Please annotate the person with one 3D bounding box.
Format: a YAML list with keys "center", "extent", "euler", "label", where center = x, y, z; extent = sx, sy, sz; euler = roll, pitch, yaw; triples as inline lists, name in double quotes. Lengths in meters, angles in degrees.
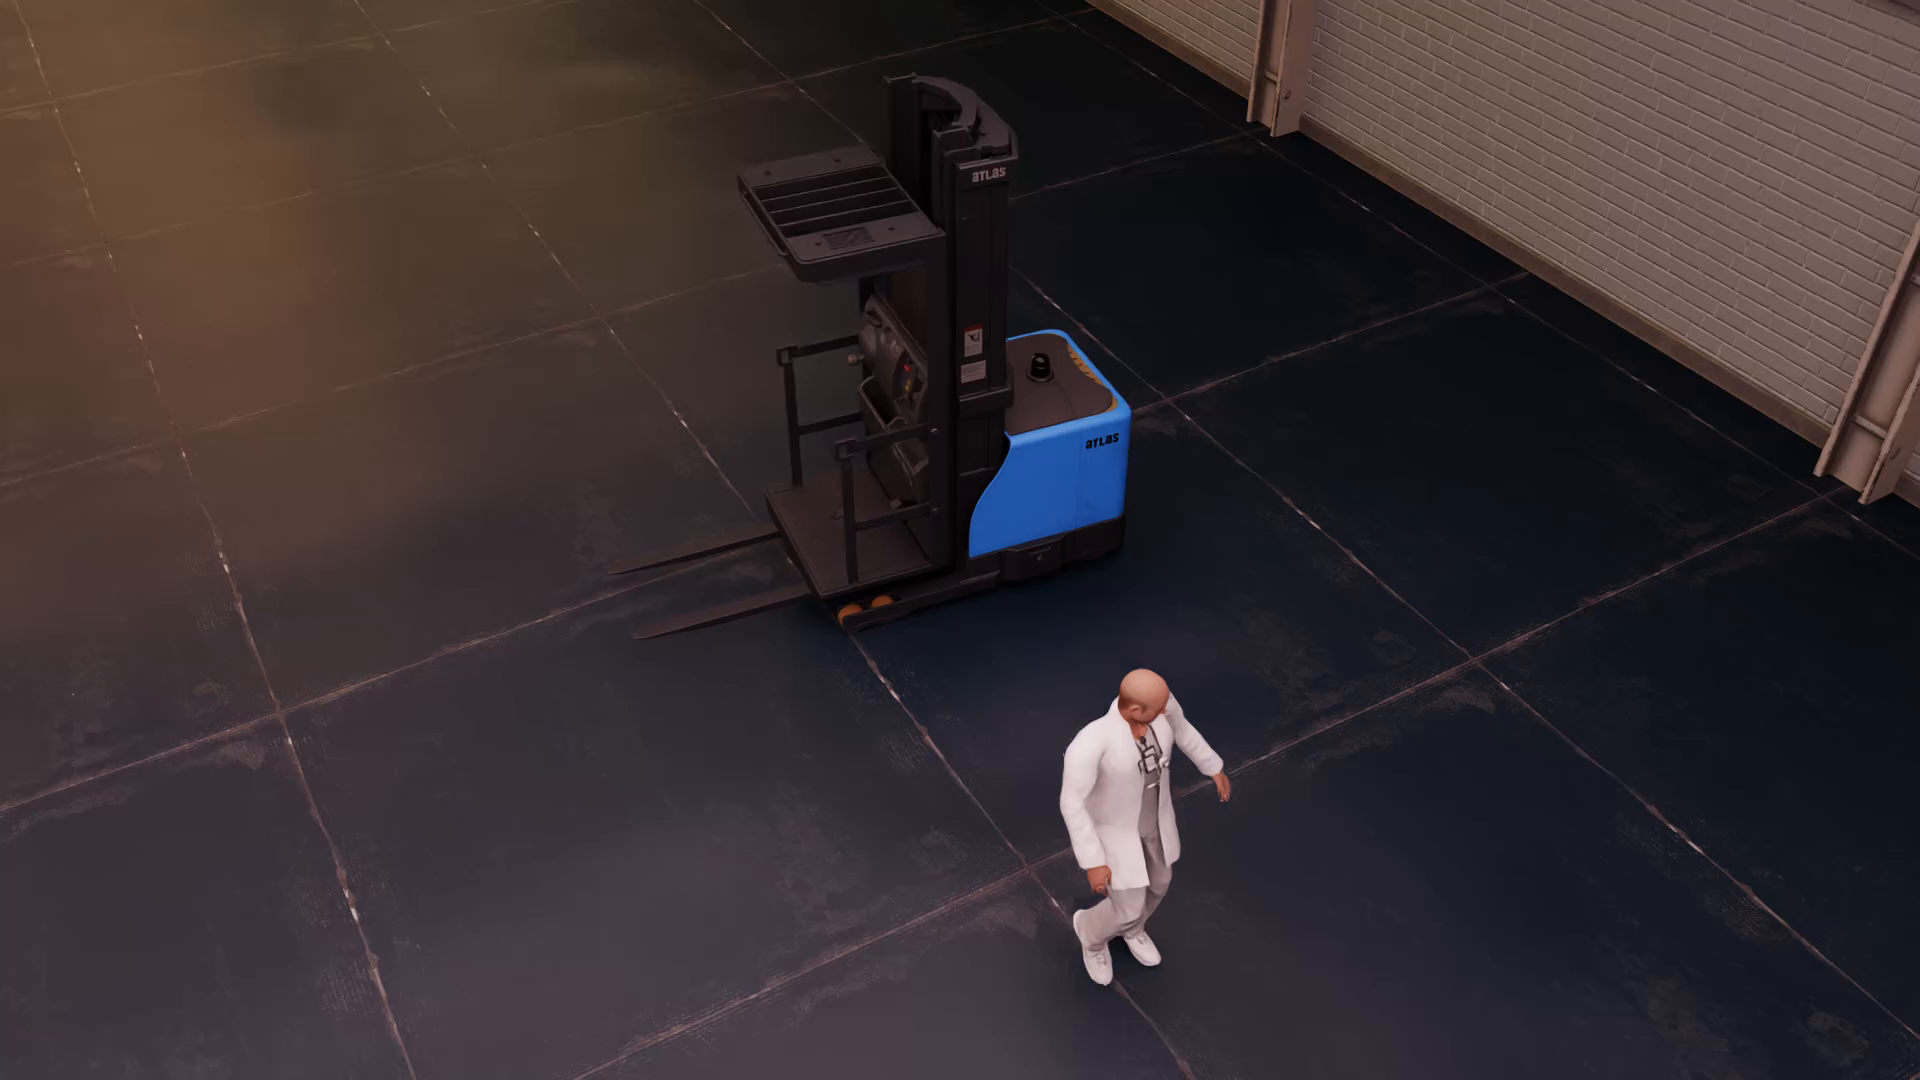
- center: [0.818, 1.267, 7.459]
  extent: [0.872, 1.779, 0.493]
  euler: [-24, 45, -26]
  label: "person"

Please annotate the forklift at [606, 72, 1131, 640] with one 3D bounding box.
- center: [-0.561, -0.974, 9.210]
  extent: [3.031, 2.935, 1.130]
  euler: [-15, 42, -17]
  label: "forklift"
